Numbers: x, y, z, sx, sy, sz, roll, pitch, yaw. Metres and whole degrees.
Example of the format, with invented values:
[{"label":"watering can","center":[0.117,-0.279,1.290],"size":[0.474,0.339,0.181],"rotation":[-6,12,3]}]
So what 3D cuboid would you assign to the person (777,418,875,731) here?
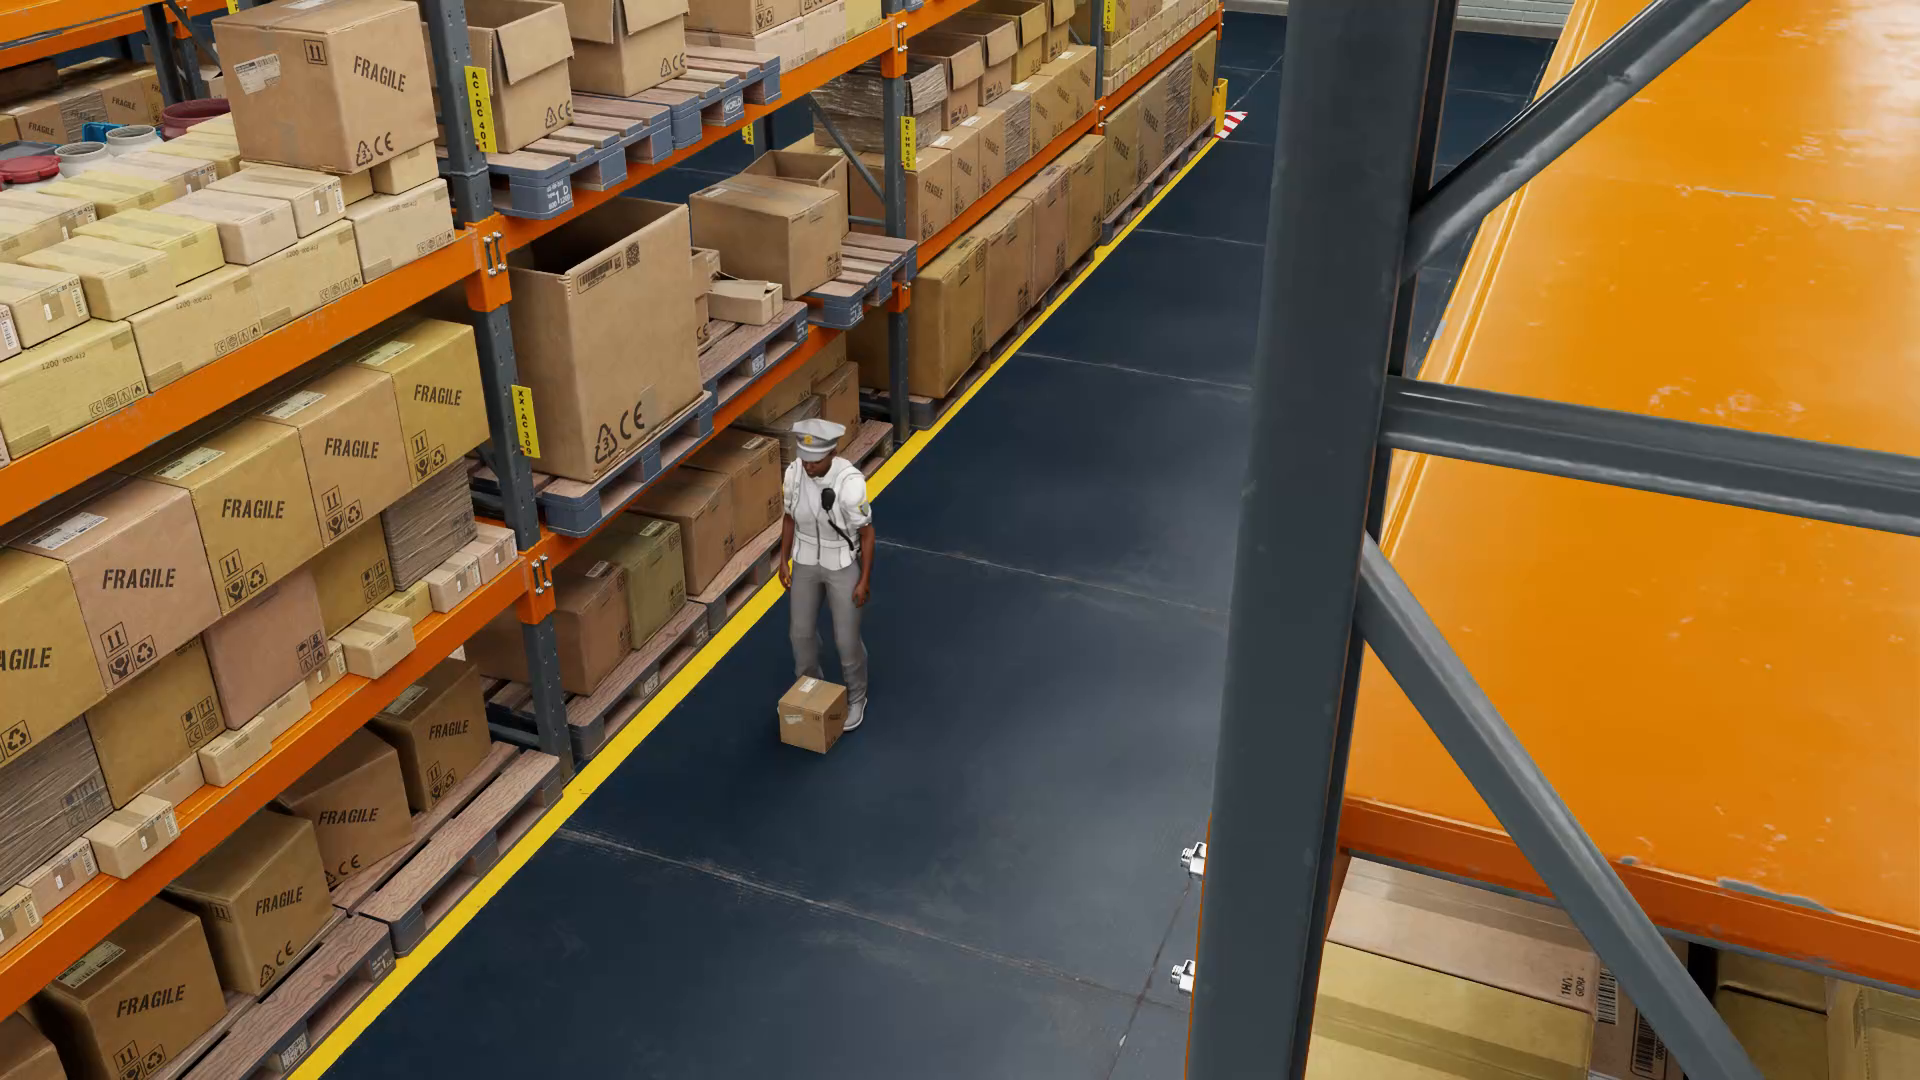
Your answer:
[{"label":"person","center":[-0.672,0.166,8.104],"size":[0.503,1.656,0.315],"rotation":[11,32,19]}]
